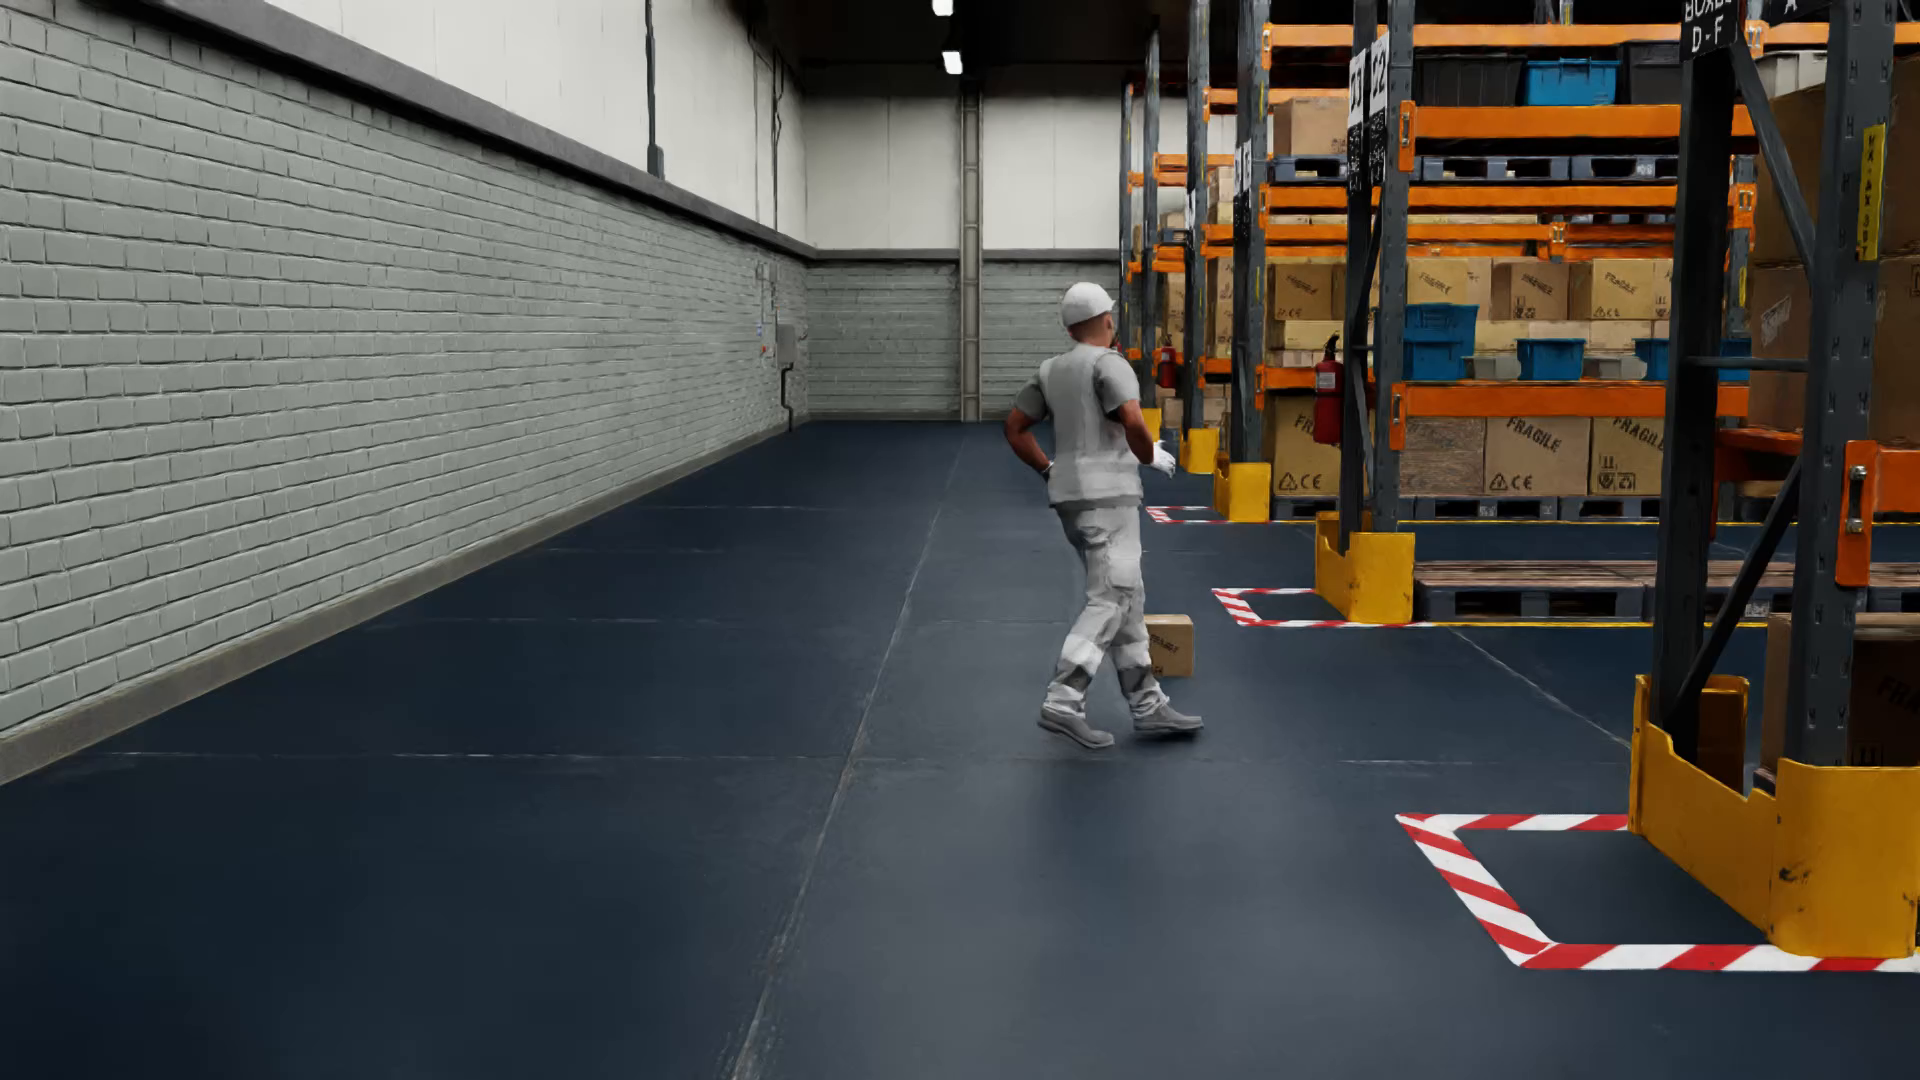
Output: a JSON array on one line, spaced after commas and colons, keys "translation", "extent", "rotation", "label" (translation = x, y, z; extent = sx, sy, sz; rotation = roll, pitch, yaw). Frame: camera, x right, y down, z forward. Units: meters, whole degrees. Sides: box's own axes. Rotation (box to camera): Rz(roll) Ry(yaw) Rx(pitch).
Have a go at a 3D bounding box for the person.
[{"translation": [0.540, -0.111, 6.468], "extent": [0.822, 1.776, 0.719], "rotation": [-4, 8, -30], "label": "person"}]
